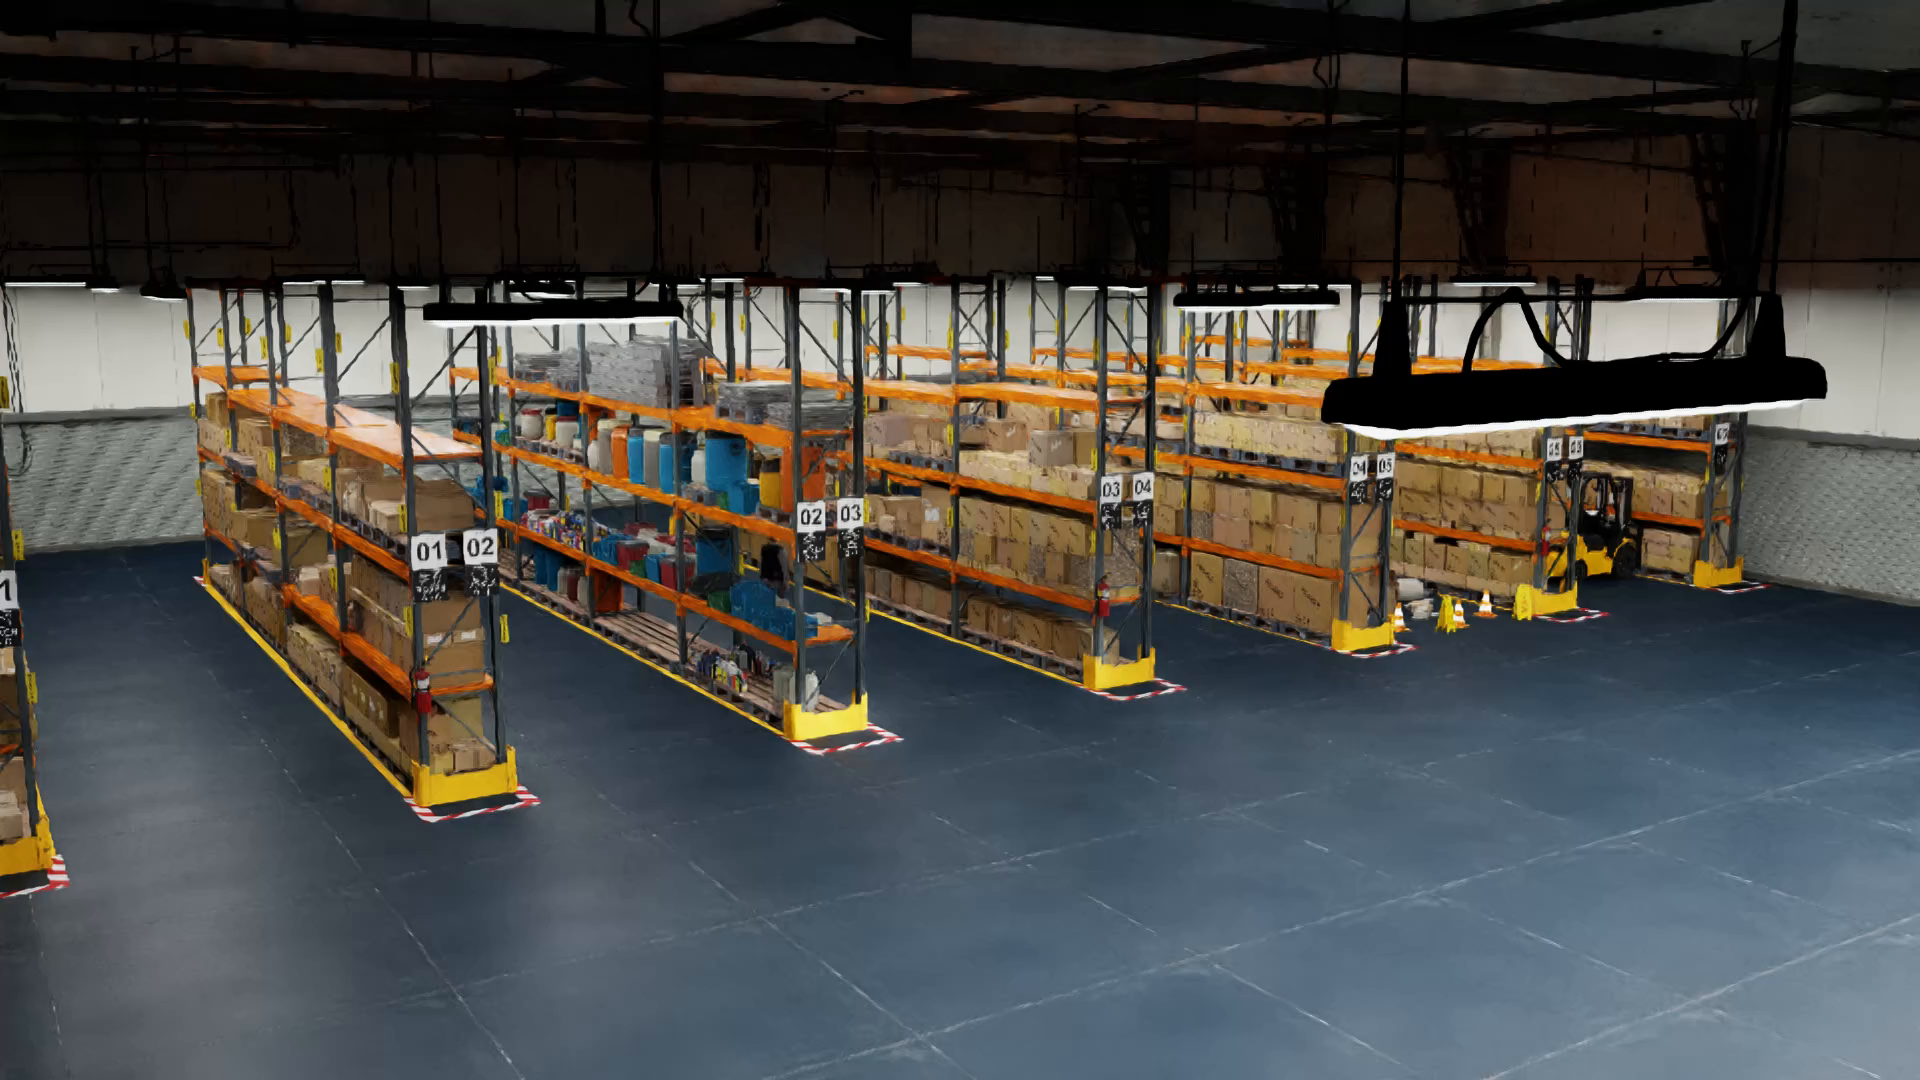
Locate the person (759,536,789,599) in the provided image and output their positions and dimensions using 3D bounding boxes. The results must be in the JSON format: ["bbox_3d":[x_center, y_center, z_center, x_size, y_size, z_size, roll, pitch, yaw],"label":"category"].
[{"bbox_3d":[-3.000,0.668,27.086,0.598,1.731,0.465,6,11,32],"label":"person"}]
